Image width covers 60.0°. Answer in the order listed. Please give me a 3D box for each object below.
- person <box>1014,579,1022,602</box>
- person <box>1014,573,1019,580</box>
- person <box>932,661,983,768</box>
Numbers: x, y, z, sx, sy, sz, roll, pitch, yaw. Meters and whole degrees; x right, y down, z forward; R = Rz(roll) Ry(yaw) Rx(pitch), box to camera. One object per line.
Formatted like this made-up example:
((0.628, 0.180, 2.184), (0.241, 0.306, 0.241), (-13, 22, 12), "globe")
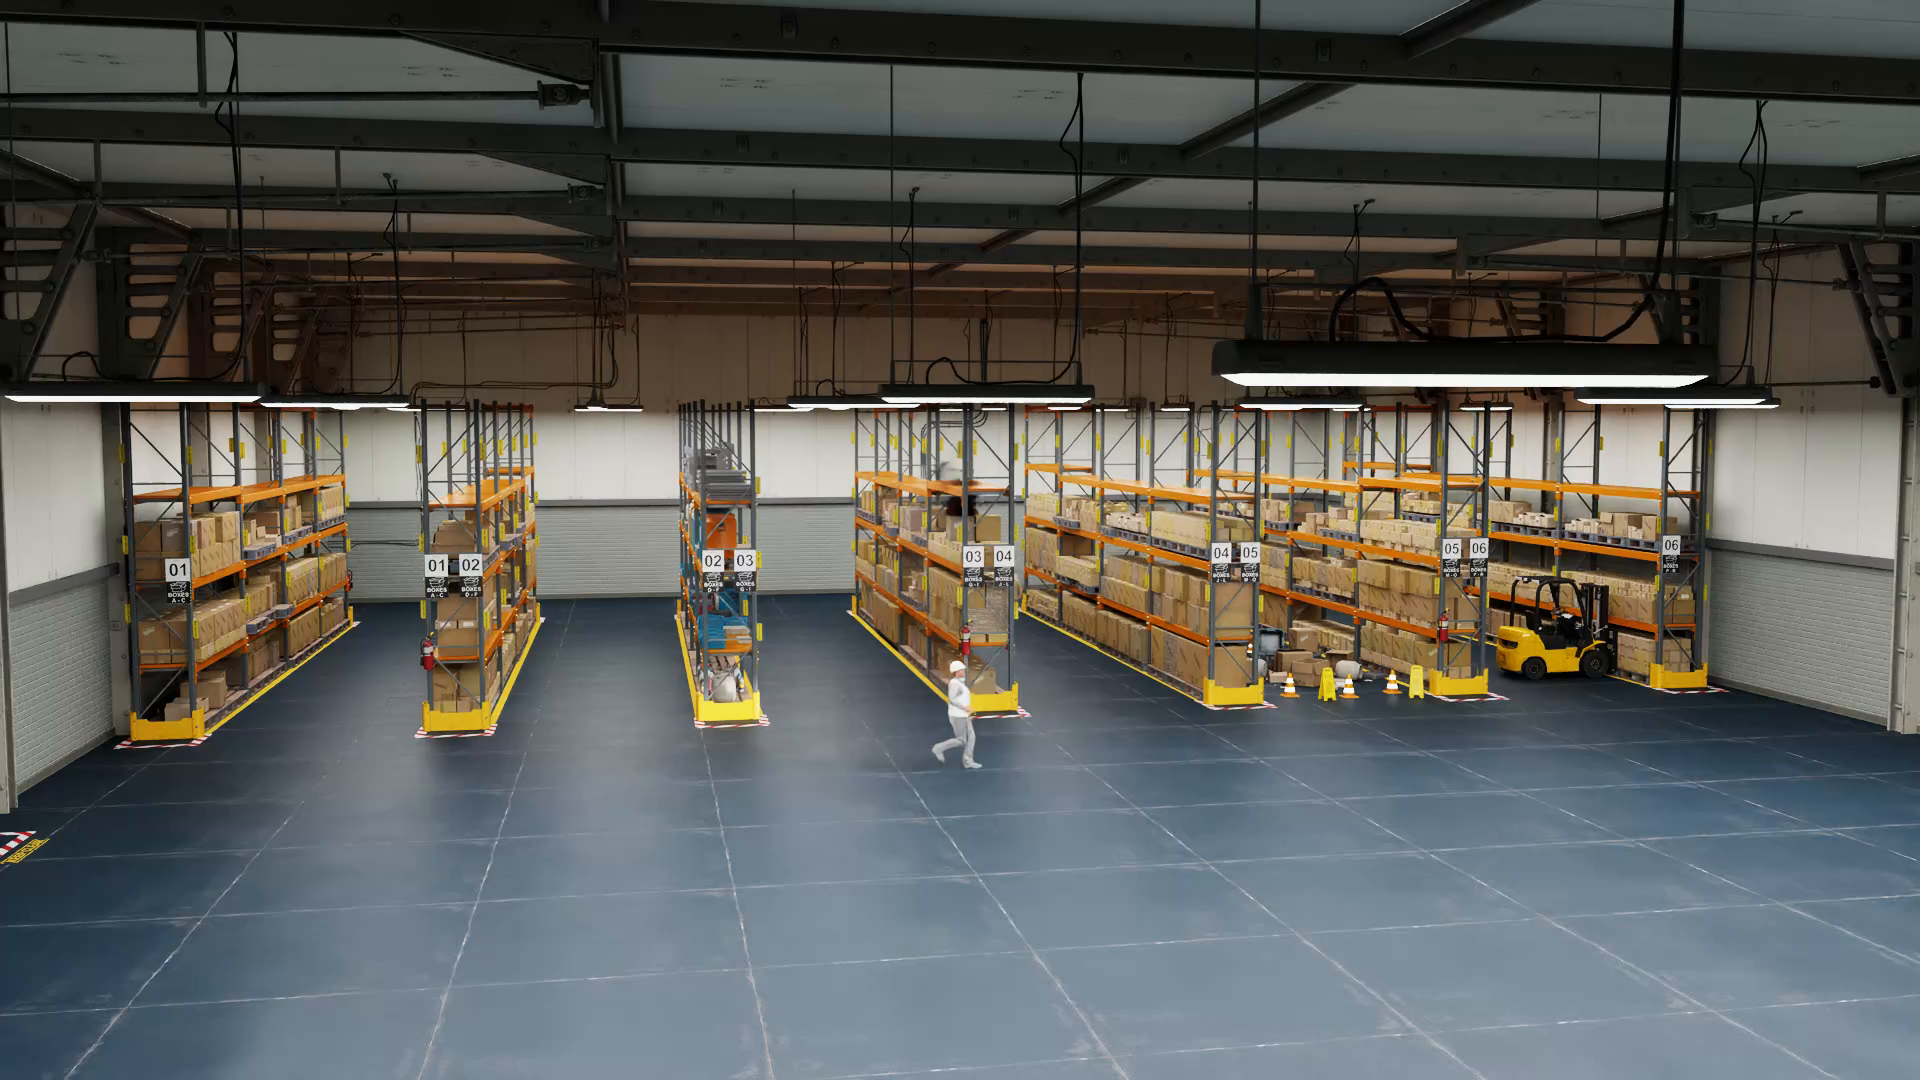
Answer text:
((1.365, 1.593, 44.068), (0.590, 1.632, 0.619), (0, 4, -3), "person")
((1.353, 1.469, 45.194), (0.597, 1.721, 0.868), (0, 4, -6), "person")
((-0.040, 2.819, 26.805), (0.820, 1.744, 0.626), (1, 4, 9), "person")
